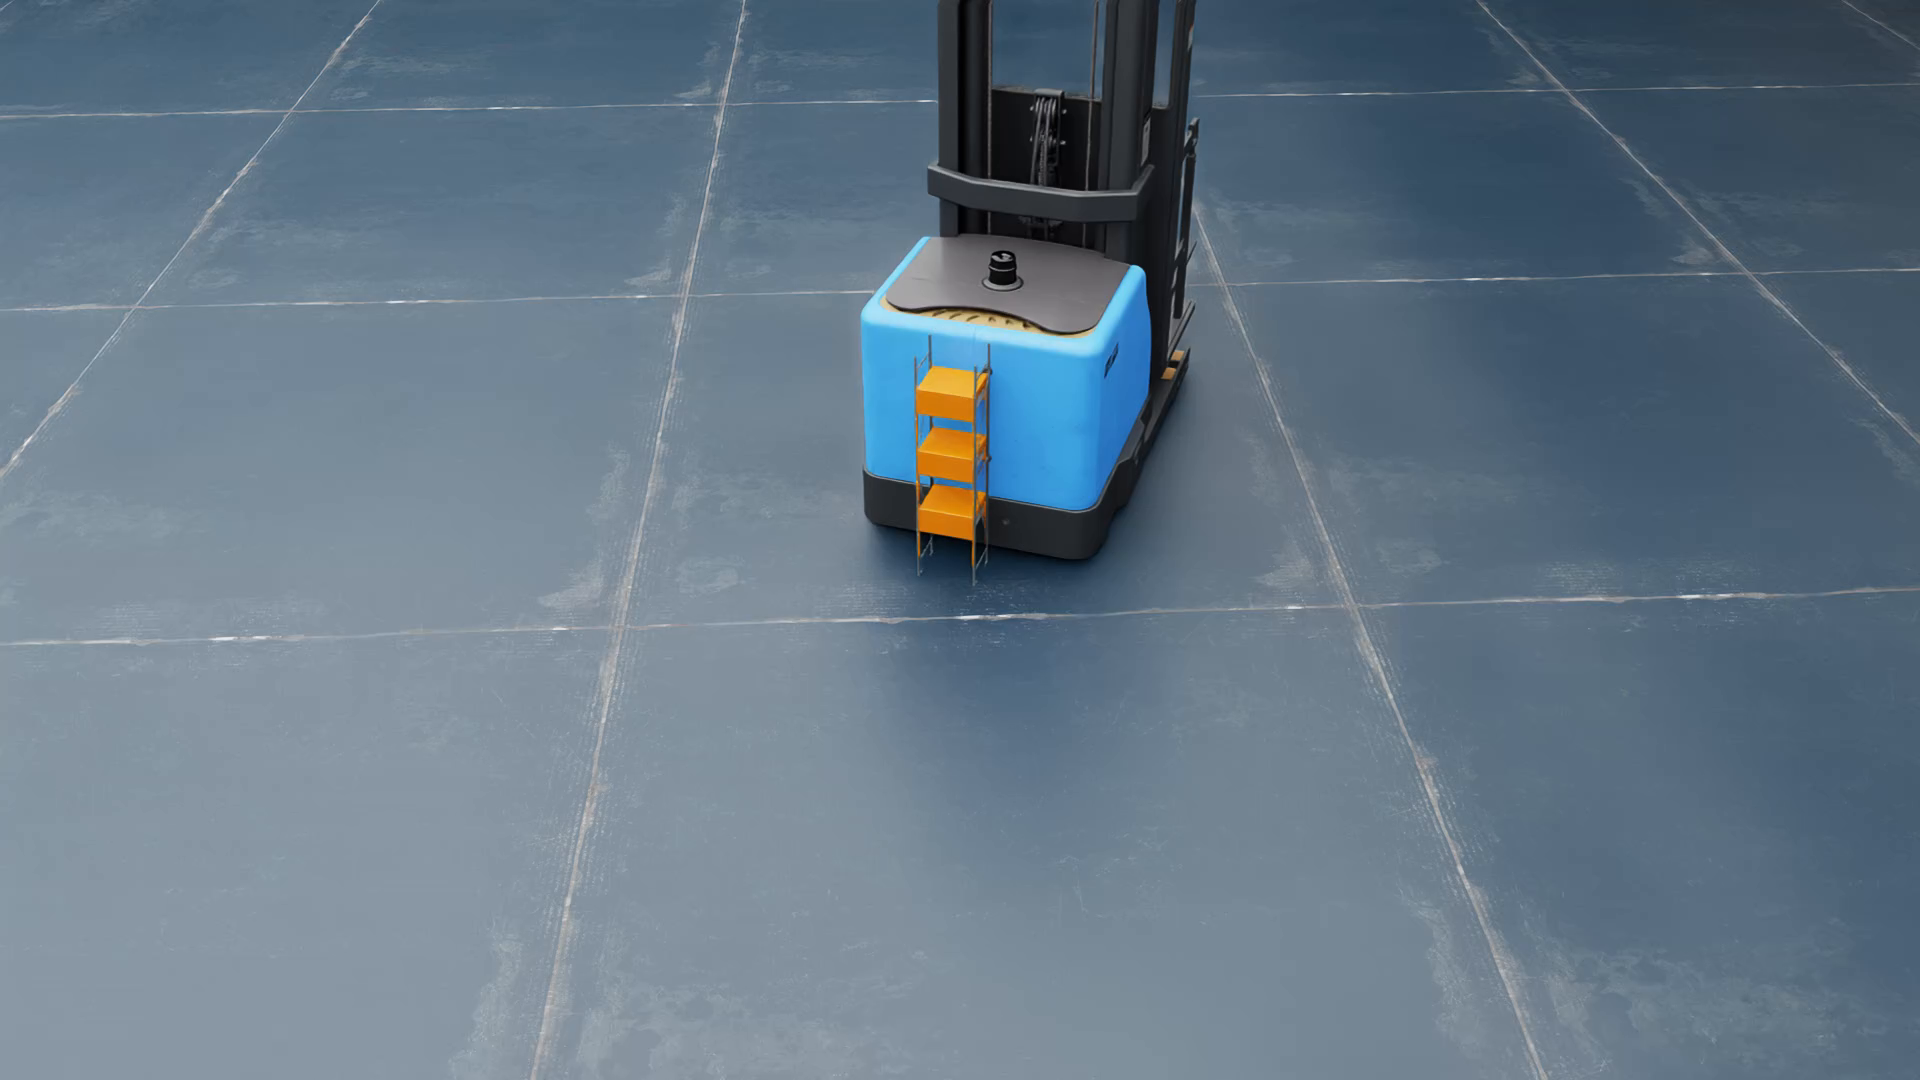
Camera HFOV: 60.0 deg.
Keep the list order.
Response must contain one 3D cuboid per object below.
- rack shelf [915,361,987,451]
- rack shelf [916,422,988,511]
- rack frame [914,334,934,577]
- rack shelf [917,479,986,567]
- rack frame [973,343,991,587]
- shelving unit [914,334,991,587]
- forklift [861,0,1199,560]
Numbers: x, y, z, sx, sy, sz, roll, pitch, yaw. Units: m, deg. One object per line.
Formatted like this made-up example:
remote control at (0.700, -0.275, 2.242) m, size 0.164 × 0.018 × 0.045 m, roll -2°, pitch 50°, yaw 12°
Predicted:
rack shelf at (-0.029, -0.534, 6.618) m, size 0.240 × 0.259 × 0.215 m, roll 10°, pitch 36°, yaw 14°
rack shelf at (-0.029, -0.300, 6.780) m, size 0.240 × 0.259 × 0.215 m, roll 10°, pitch 36°, yaw 14°
rack frame at (-0.146, -0.330, 6.804) m, size 0.008 × 1.050 × 0.200 m, roll 10°, pitch 36°, yaw 14°
rack shelf at (-0.029, -0.072, 6.938) m, size 0.240 × 0.259 × 0.215 m, roll 10°, pitch 36°, yaw 14°
rack frame at (0.087, -0.288, 6.744) m, size 0.008 × 1.050 × 0.200 m, roll 10°, pitch 36°, yaw 14°
shelving unit at (-0.029, -0.309, 6.774) m, size 0.252 × 1.050 × 0.215 m, roll 10°, pitch 36°, yaw 14°
forklift at (0.525, -1.958, 7.504) m, size 1.130 × 2.935 × 3.031 m, roll 11°, pitch 36°, yaw 15°
